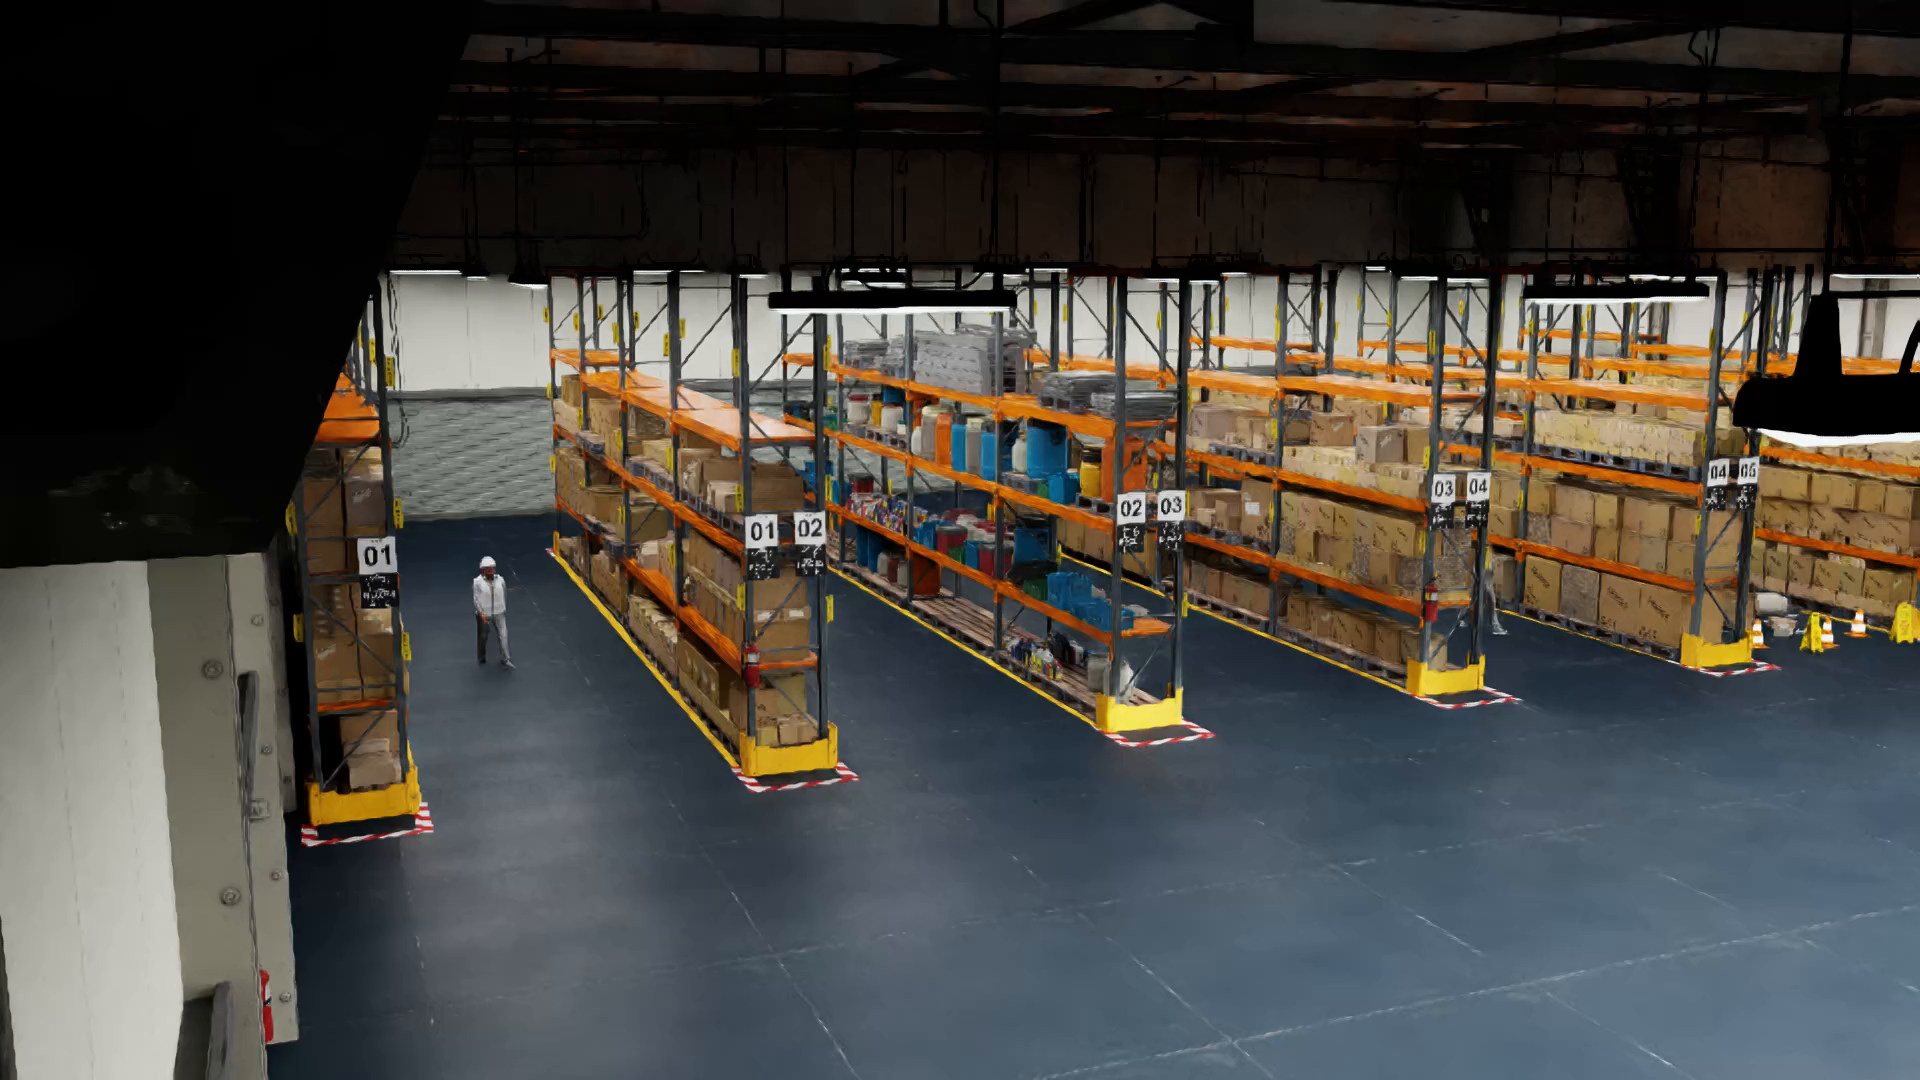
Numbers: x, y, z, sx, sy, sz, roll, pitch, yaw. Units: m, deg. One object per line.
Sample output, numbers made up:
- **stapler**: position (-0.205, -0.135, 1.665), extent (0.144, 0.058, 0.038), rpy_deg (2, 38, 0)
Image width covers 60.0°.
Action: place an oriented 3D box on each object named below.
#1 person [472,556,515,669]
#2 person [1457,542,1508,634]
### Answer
- **person**: position (-7.171, 1.094, 25.379), extent (0.538, 1.715, 1.026), rpy_deg (-6, 11, -29)
- **person**: position (8.709, 0.774, 27.737), extent (0.419, 1.513, 1.037), rpy_deg (-4, 11, -23)
